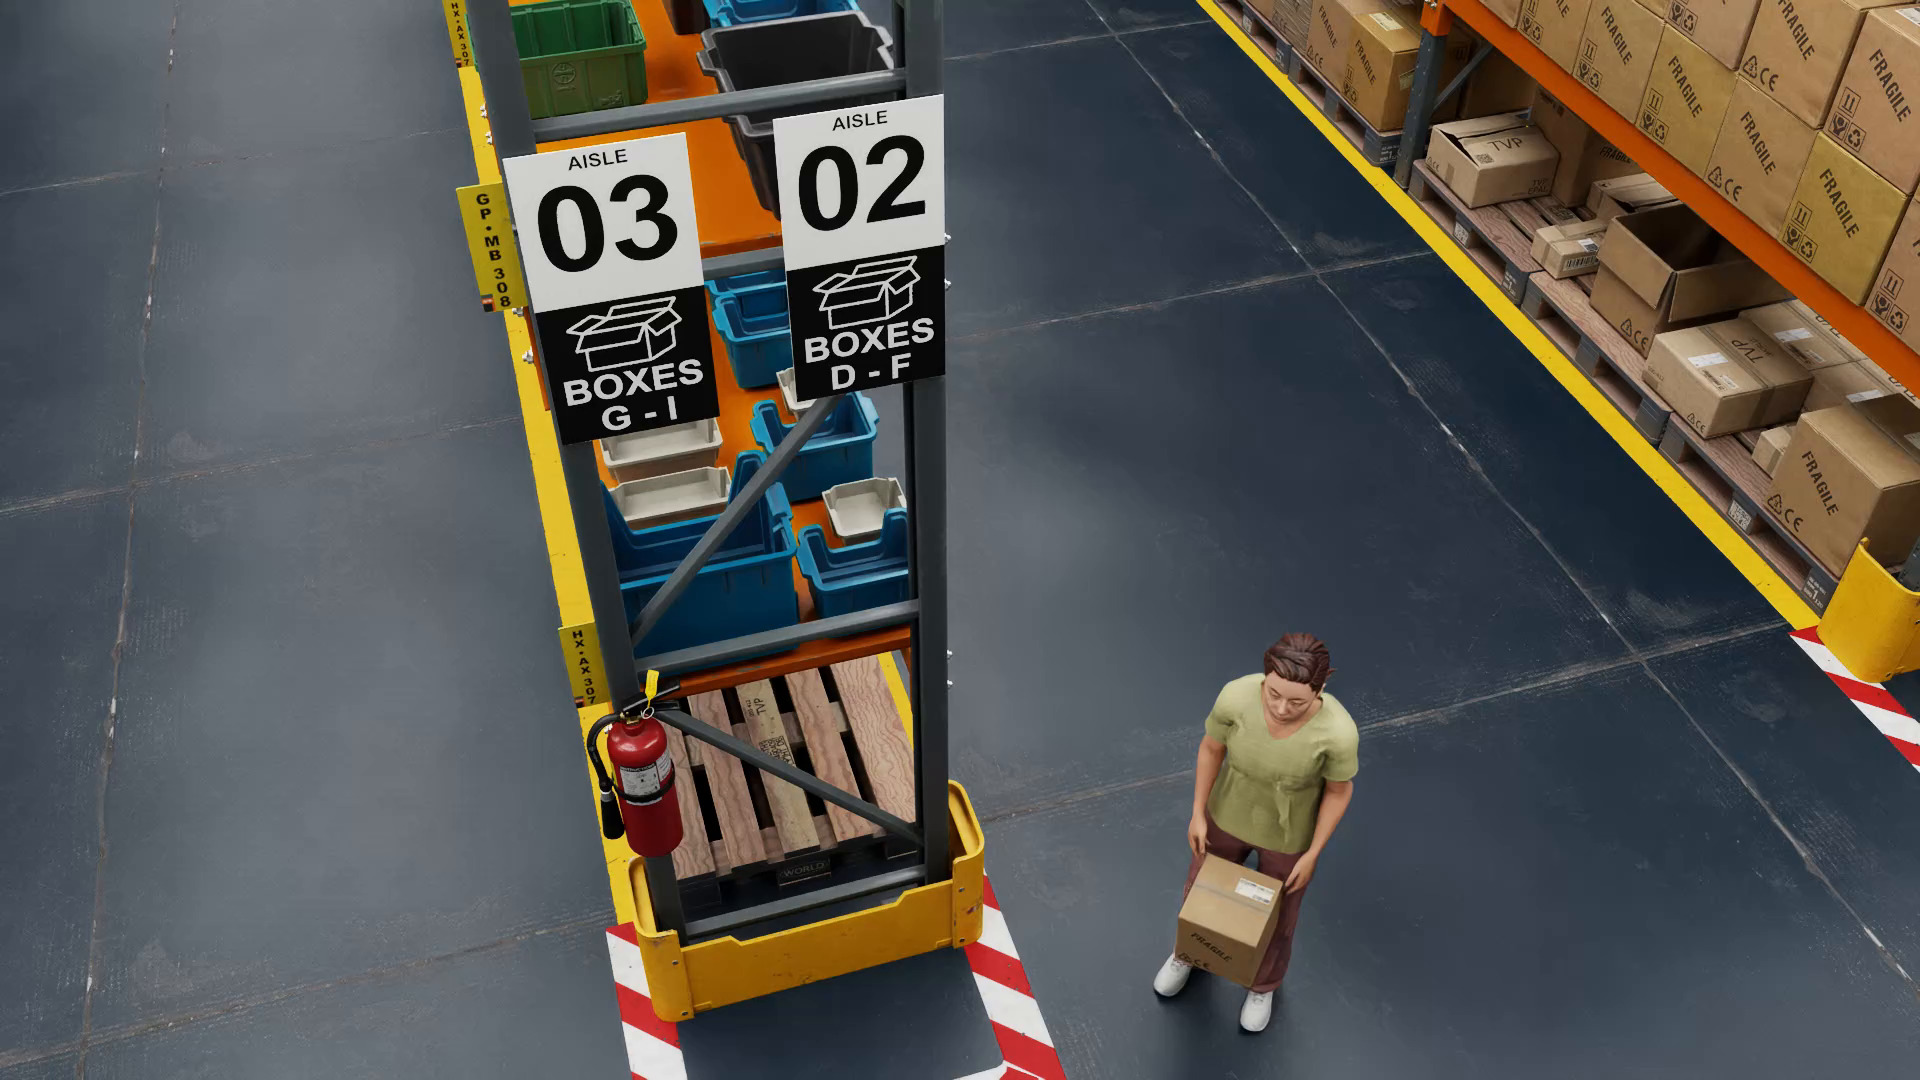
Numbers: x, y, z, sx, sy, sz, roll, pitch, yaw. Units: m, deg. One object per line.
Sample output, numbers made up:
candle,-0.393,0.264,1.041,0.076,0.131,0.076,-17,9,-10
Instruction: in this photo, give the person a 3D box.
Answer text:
person,0.936,0.900,5.173,0.479,1.676,0.361,18,46,19
